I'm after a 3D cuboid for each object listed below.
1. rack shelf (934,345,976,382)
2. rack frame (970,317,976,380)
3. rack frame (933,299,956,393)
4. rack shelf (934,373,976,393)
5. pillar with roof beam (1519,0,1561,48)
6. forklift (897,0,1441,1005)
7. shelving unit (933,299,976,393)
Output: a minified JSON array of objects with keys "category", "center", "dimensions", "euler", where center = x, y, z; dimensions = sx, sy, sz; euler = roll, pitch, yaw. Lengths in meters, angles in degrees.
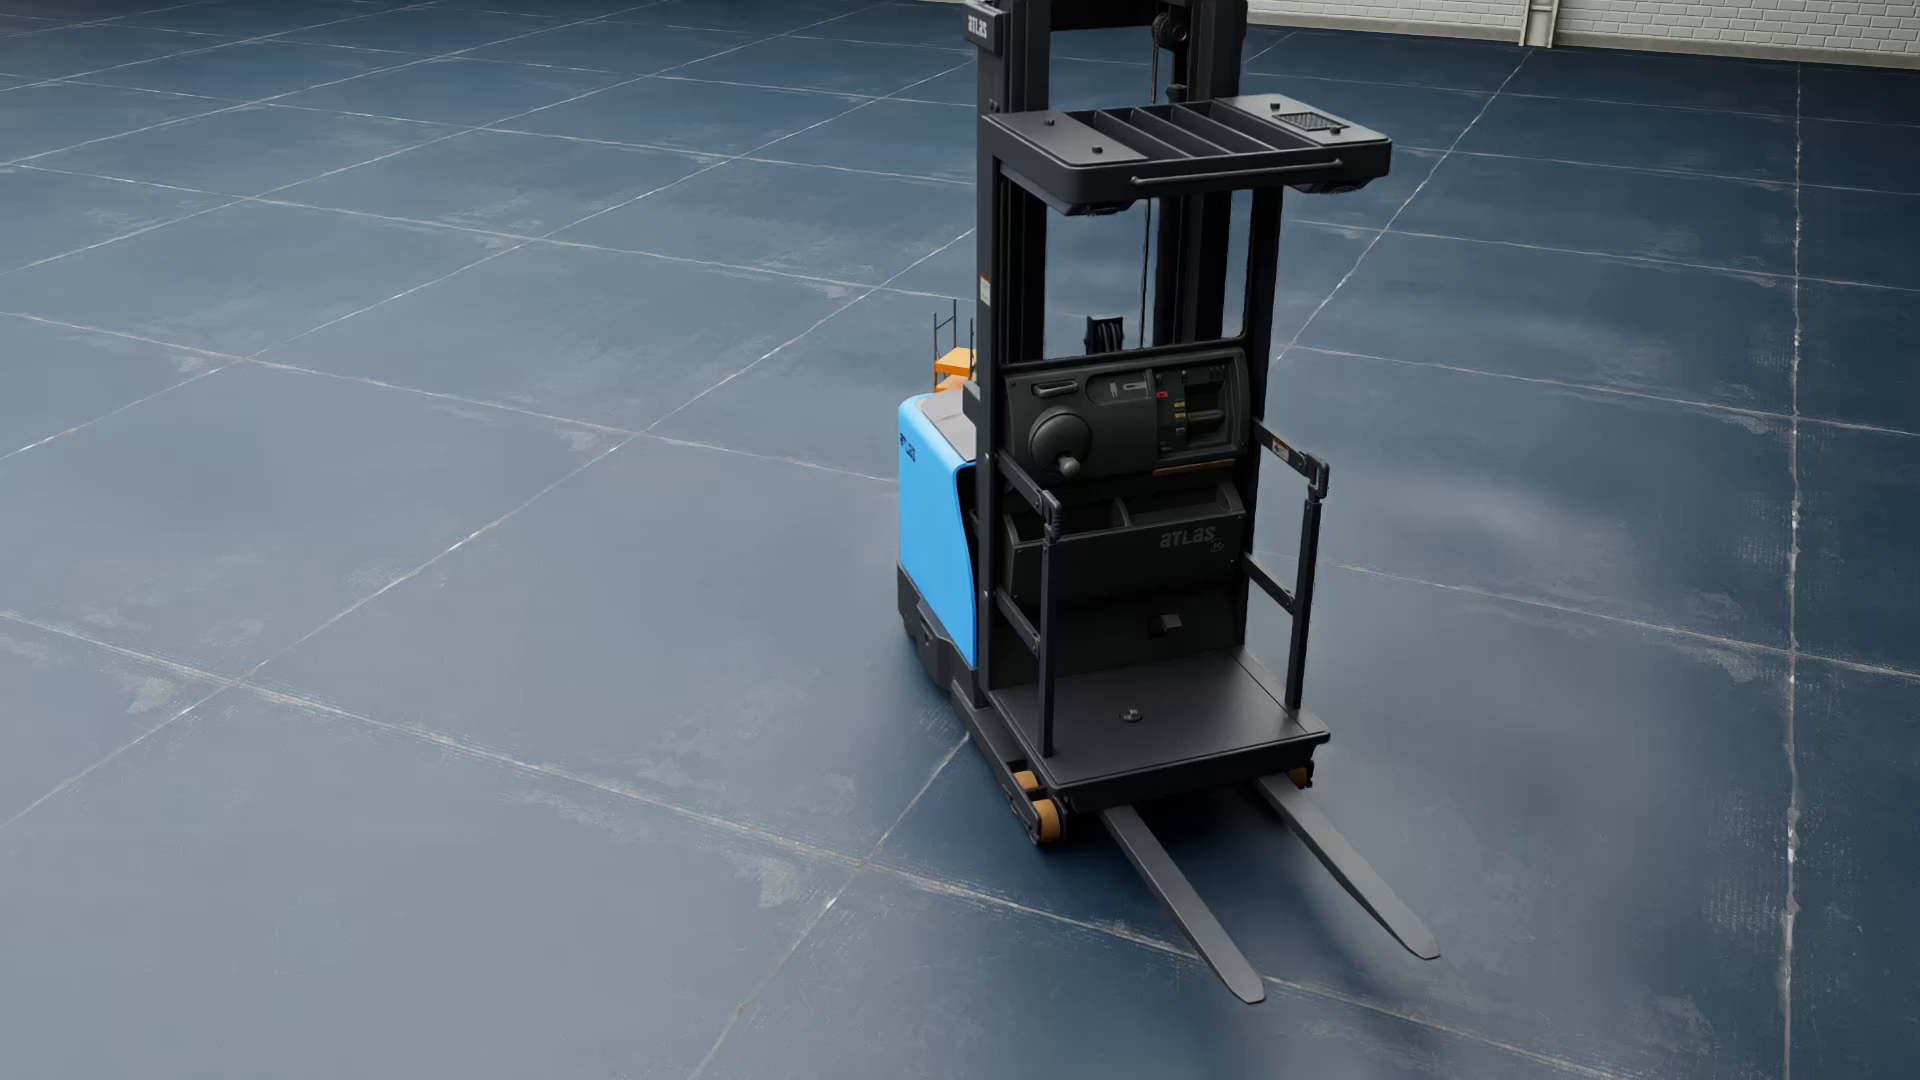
[{"category":"rack shelf","center":[0.013,-0.819,7.840],"dimensions":[0.180,0.103,0.258],"euler":[11,28,22]},{"category":"rack frame","center":[0.096,-0.519,7.946],"dimensions":[0.006,1.200,0.240],"euler":[11,28,22]},{"category":"rack frame","center":[-0.070,-0.552,8.014],"dimensions":[0.006,1.200,0.240],"euler":[11,28,22]},{"category":"rack shelf","center":[0.013,-0.711,7.893],"dimensions":[0.180,0.103,0.258],"euler":[11,28,22]},{"category":"pillar with roof beam","center":[5.459,-8.524,15.375],"dimensions":[0.400,9.000,9.100],"euler":[11,28,22]},{"category":"forklift","center":[0.681,-0.416,5.776],"dimensions":[1.130,2.935,3.031],"euler":[-9,27,-17]},{"category":"shelving unit","center":[0.013,-0.536,7.980],"dimensions":[0.189,1.200,0.258],"euler":[11,28,22]}]
